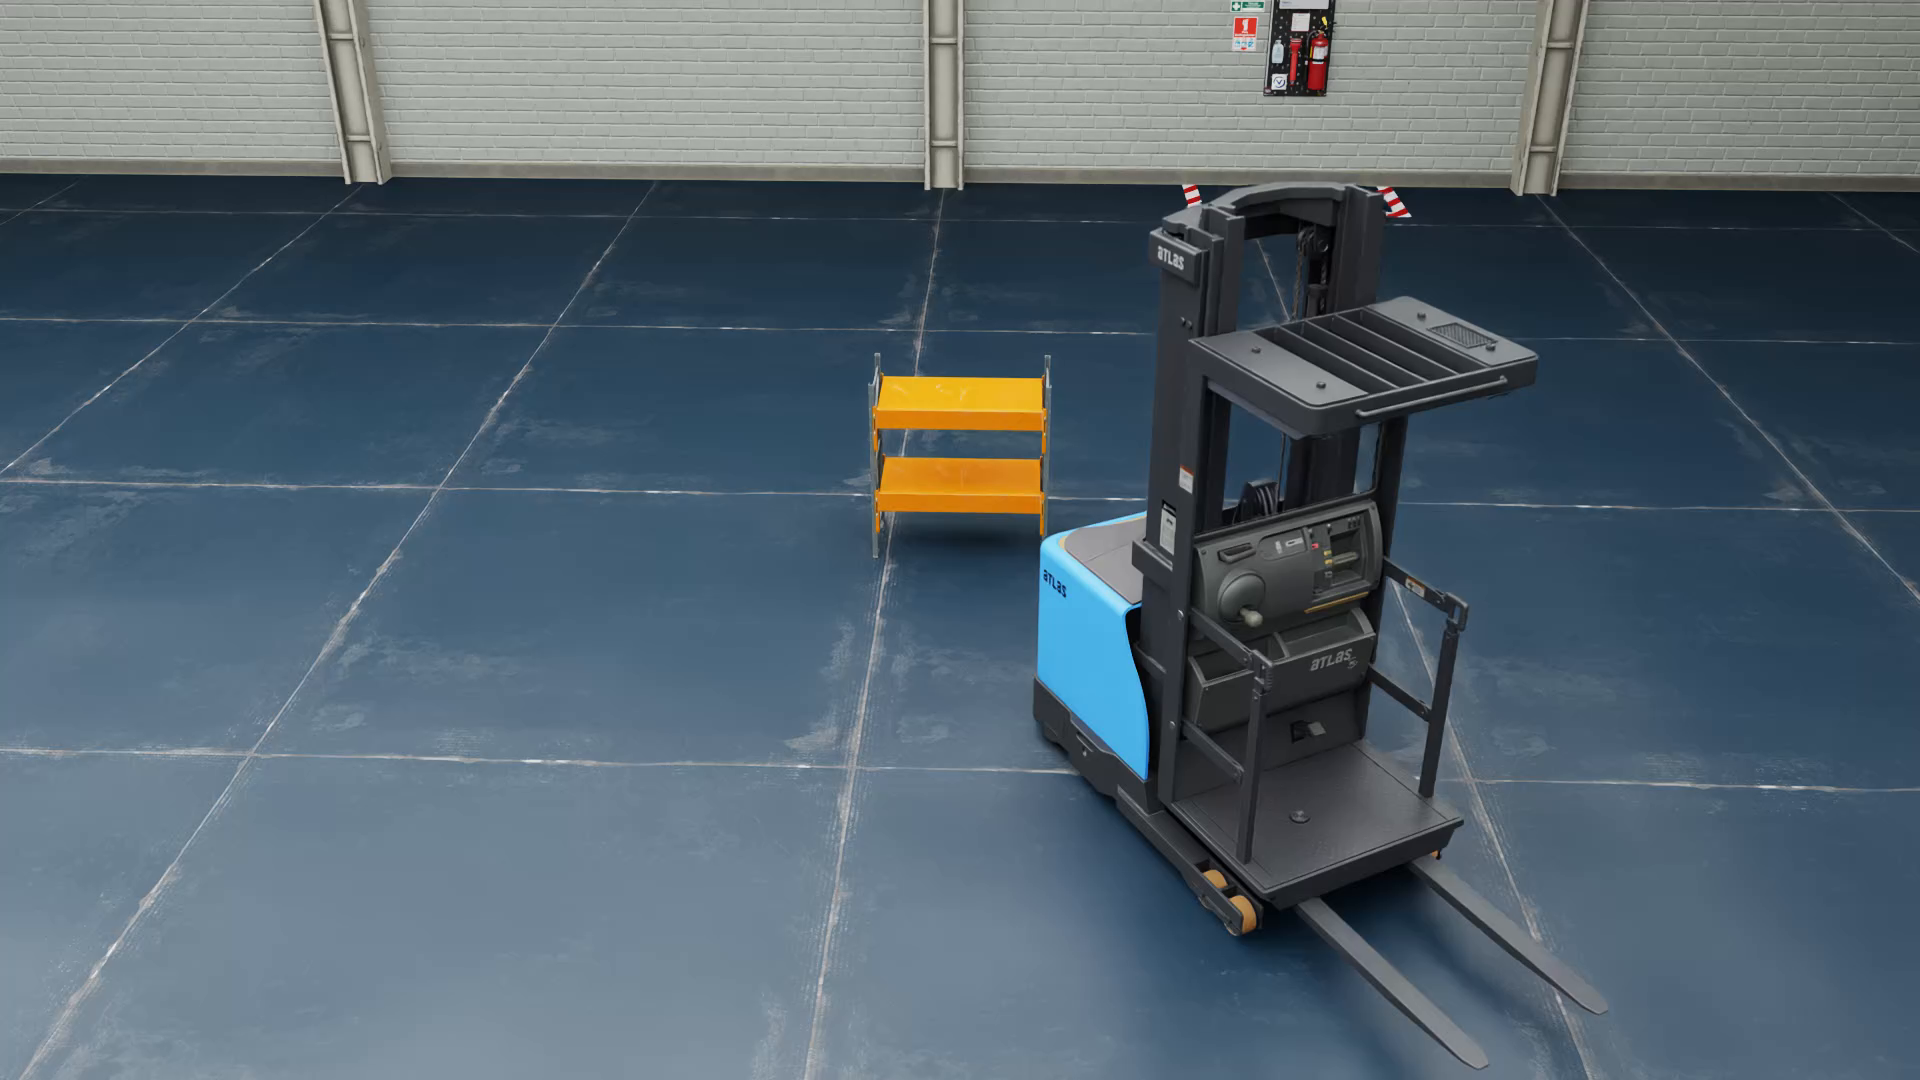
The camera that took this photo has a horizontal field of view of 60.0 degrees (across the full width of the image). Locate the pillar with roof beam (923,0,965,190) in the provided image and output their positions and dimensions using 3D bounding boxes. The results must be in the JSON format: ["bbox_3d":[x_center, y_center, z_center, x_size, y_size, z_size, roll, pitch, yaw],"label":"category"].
[{"bbox_3d":[-0.311,-5.613,11.231,0.400,9.000,9.100,1,28,2],"label":"pillar with roof beam"}]

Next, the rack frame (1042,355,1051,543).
[{"bbox_3d":[0.515,-0.488,9.971,0.032,1.125,0.500,1,28,2],"label":"rack frame"}]

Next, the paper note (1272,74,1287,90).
[{"bbox_3d":[3.195,-4.583,16.634,0.142,0.148,0.016,1,28,2],"label":"paper note"}]

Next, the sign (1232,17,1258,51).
[{"bbox_3d":[2.820,-5.010,16.461,0.234,0.329,0.001,1,28,2],"label":"sign"}]

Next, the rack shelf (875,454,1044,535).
[{"bbox_3d":[0.007,-0.281,10.101,1.000,0.278,0.538,1,28,2],"label":"rack shelf"}]

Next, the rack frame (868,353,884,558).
[{"bbox_3d":[-0.501,-0.505,10.002,0.032,1.125,0.500,1,28,2],"label":"rack frame"}]

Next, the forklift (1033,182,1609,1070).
[{"bbox_3d":[1.498,0.146,6.845,1.130,2.935,3.031,-14,31,-24],"label":"forklift"}]

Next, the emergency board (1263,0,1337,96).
[{"bbox_3d":[3.369,-4.937,16.361,0.643,1.169,0.194,1,28,2],"label":"emergency board"}]

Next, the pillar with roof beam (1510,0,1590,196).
[{"bbox_3d":[5.686,-5.514,11.044,0.400,9.000,9.100,1,28,2],"label":"pillar with roof beam"}]

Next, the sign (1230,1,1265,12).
[{"bbox_3d":[2.824,-5.240,16.329,0.331,0.109,0.001,1,28,2],"label":"sign"}]

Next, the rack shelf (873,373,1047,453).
[{"bbox_3d":[0.007,-0.755,9.849,1.000,0.278,0.538,1,28,2],"label":"rack shelf"}]

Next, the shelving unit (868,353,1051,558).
[{"bbox_3d":[0.007,-0.497,9.986,1.048,1.125,0.538,1,28,2],"label":"shelving unit"}]

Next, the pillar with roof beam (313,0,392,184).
[{"bbox_3d":[-6.307,-5.713,11.418,0.400,9.000,9.100,1,28,2],"label":"pillar with roof beam"}]
